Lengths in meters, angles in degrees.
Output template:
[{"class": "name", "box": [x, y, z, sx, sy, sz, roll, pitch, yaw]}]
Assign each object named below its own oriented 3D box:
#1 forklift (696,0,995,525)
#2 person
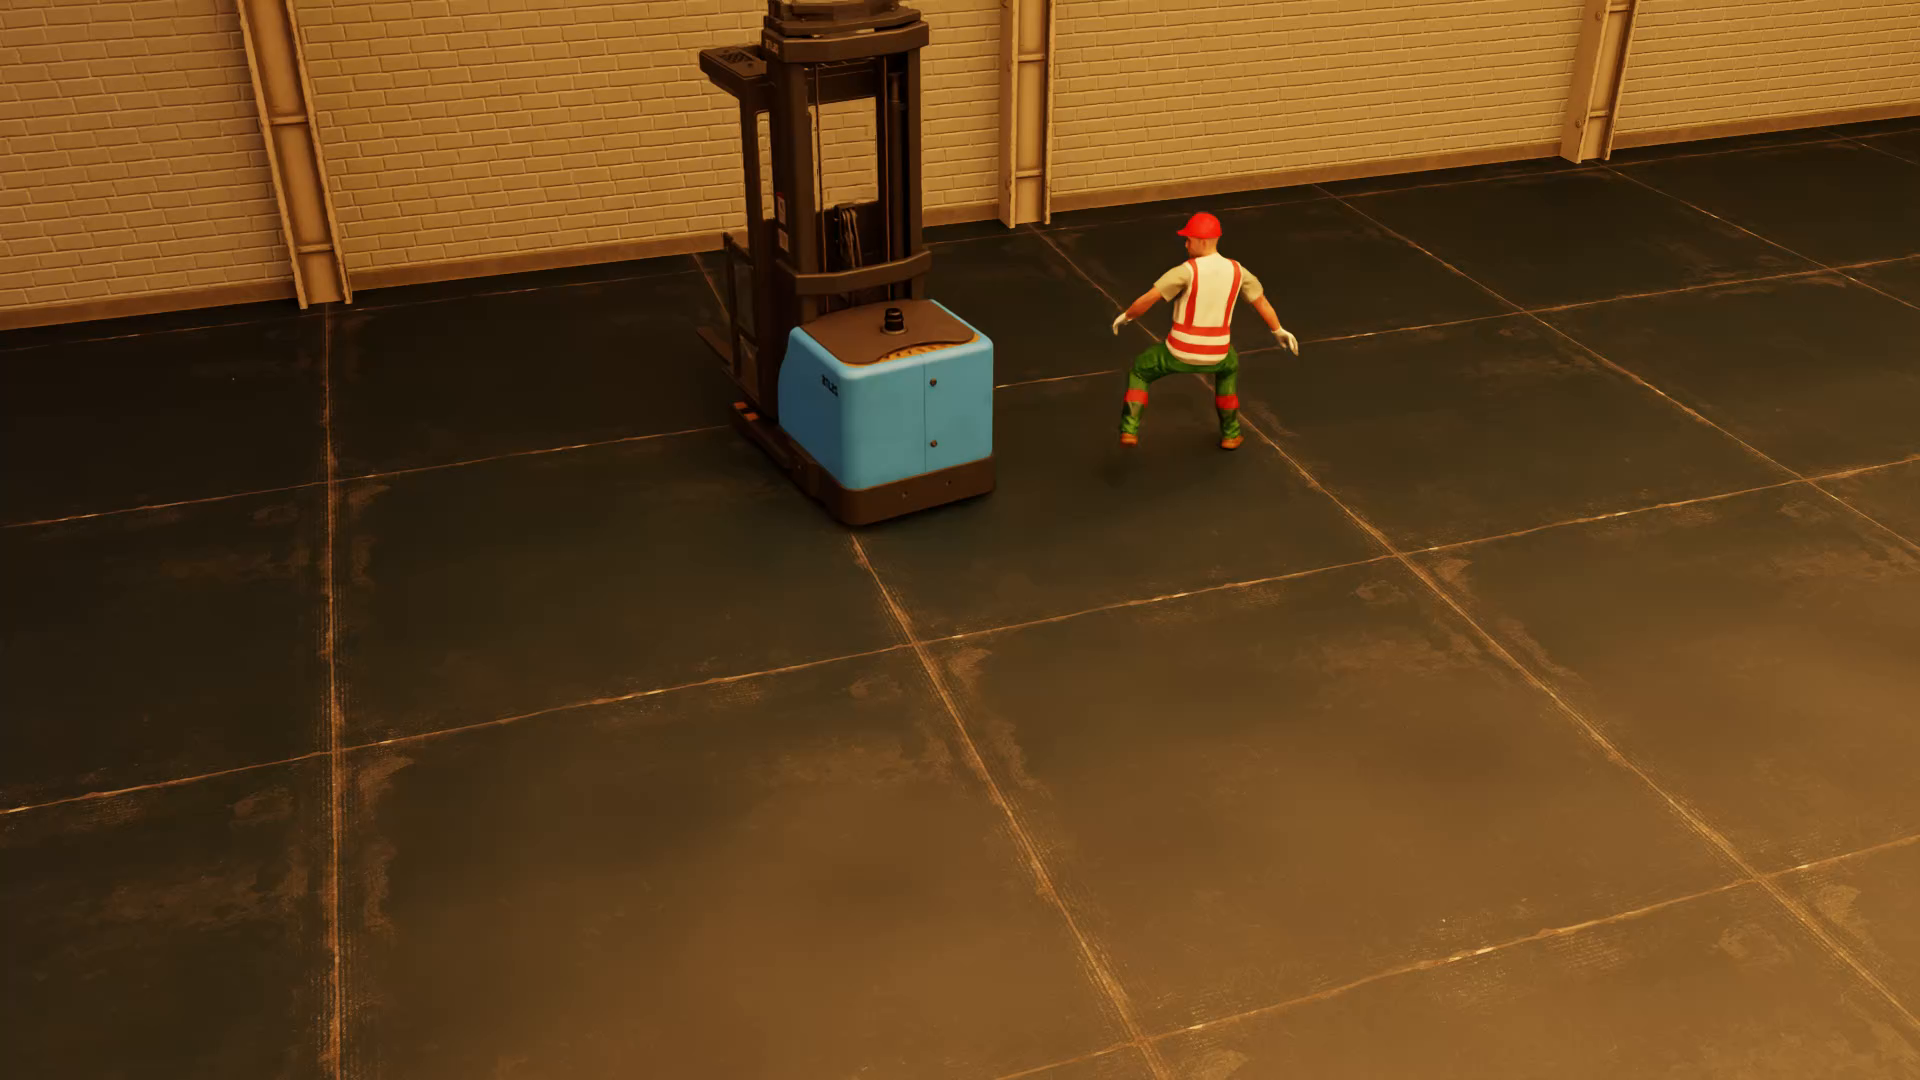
[{"class": "forklift", "box": [-0.934, -2.064, 10.674, 1.130, 2.935, 3.031, -15, 33, -25]}, {"class": "person", "box": [1.569, -1.268, 10.663, 1.189, 1.663, 0.511, -5, 30, -8]}]
